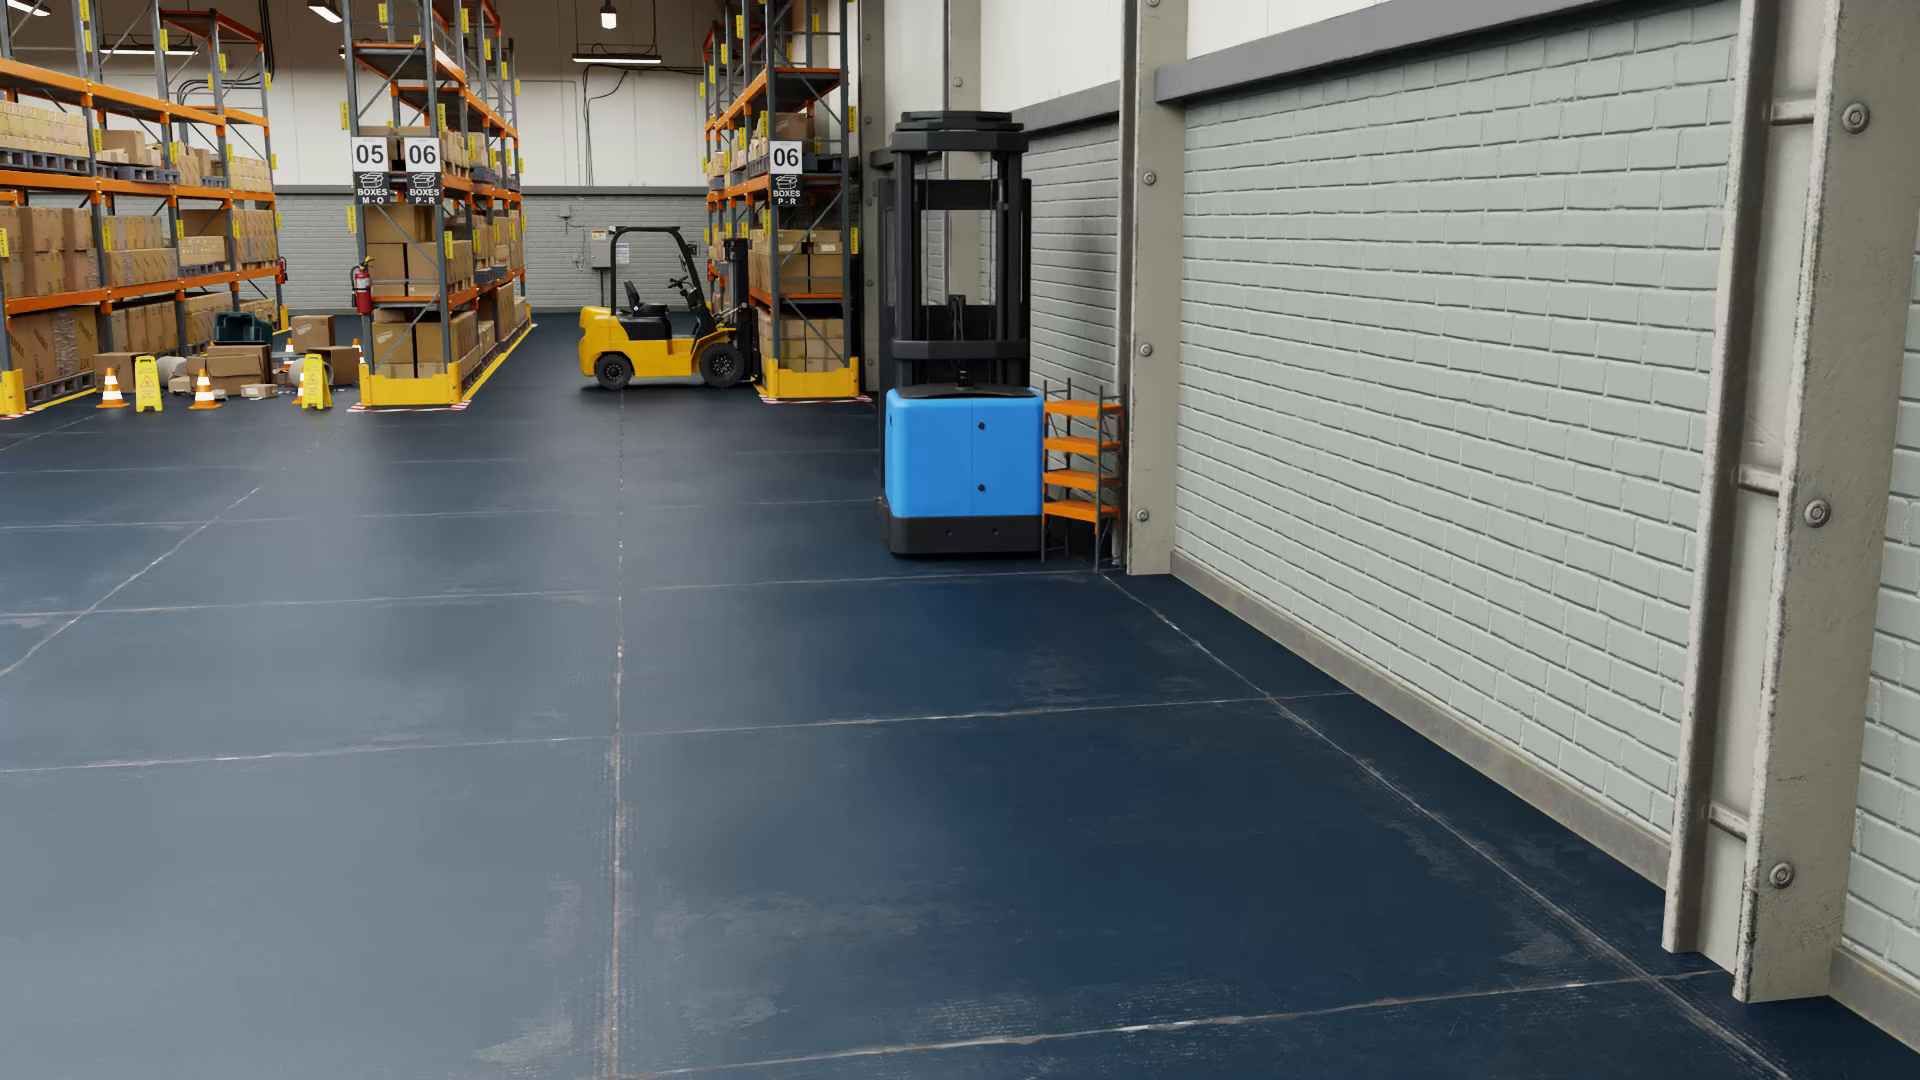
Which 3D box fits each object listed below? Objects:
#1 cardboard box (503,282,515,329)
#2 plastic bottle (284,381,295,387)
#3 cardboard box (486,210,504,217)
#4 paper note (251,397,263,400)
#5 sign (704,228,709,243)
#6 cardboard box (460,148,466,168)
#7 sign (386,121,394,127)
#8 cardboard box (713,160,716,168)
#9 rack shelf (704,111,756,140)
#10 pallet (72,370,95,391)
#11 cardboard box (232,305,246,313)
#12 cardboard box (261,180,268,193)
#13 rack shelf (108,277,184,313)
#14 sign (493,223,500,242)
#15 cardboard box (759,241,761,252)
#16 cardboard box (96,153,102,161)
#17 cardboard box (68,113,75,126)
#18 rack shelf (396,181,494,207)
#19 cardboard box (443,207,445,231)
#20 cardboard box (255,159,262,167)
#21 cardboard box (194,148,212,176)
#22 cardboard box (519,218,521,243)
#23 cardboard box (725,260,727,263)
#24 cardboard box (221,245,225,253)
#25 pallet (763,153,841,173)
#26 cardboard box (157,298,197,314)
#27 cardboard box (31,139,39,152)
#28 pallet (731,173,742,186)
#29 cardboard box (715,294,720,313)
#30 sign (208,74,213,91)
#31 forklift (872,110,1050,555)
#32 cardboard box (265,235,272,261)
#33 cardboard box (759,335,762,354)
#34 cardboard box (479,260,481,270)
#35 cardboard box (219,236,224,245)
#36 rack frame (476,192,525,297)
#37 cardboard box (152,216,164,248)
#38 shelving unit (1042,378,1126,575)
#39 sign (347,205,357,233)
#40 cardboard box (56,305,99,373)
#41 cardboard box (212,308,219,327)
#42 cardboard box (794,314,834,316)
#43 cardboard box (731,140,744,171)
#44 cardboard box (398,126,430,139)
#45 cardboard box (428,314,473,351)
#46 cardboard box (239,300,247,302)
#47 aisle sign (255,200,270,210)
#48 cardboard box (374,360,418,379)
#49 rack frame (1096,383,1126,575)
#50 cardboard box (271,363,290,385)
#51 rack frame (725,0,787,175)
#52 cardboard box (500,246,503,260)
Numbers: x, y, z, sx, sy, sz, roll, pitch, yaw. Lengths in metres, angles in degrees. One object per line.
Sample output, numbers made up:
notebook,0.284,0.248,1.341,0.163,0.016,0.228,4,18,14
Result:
cardboard box,-8.903,-4.405,31.377,0.875,0.875,0.875,-2,11,-9
plastic bottle,-9.134,-2.138,22.764,0.133,0.061,0.283,0,11,-1
cardboard box,-8.909,-6.280,31.990,0.380,0.149,0.250,-2,11,-12
paper note,-8.904,-1.795,21.045,0.148,0.019,0.142,-6,13,-31
sign,-5.544,-6.674,36.422,0.100,0.325,0.005,-2,11,-11
cardboard box,-7.097,-5.268,22.936,0.500,0.250,0.500,-2,11,-12
sign,-8.089,-5.786,23.616,0.100,0.325,0.005,-2,11,-11
cardboard box,-4.476,-7.121,31.551,0.380,0.149,0.250,-2,11,-12
rack shelf,-4.623,-8.493,34.186,1.077,0.370,4.000,-2,11,-11
pallet,-12.310,-2.175,22.561,1.003,0.211,1.213,-2,11,-11
cardboard box,-13.797,-4.376,31.577,0.380,0.149,0.250,-2,11,-8
cardboard box,-14.261,-7.121,33.467,0.500,0.250,0.500,-2,11,-11
rack shelf,-12.771,-3.701,25.043,1.077,0.370,4.000,-2,11,-11
sign,-7.793,-5.171,27.958,0.100,0.325,0.005,-2,11,-11
cardboard box,-2.592,-4.083,23.122,0.380,0.149,0.250,-2,11,-12
cardboard box,-12.254,-5.470,23.361,0.258,0.266,0.396,-2,11,-12
cardboard box,-11.900,-5.537,21.891,0.380,0.149,0.250,-2,11,-11
rack shelf,-7.935,-5.373,25.805,1.077,0.370,4.000,-2,11,-11
cardboard box,-7.673,-4.484,23.495,0.700,0.500,0.500,-2,11,-12
cardboard box,-14.202,-7.539,33.259,0.380,0.149,0.250,-2,11,-10
cardboard box,-13.972,-6.810,30.042,0.700,0.500,0.500,-2,11,-11
cardboard box,-9.422,-6.453,34.635,0.500,0.500,0.500,-2,11,-11
cardboard box,-3.960,-4.990,29.441,0.380,0.149,0.250,-2,11,-10
cardboard box,-13.666,-5.318,30.368,0.380,0.149,0.250,-2,11,-9
pallet,-2.012,-4.894,21.603,1.003,0.211,1.213,-2,11,-11
cardboard box,-13.056,-3.903,27.738,0.500,0.250,0.500,-3,11,-14
cardboard box,-11.601,-4.865,20.496,0.380,0.149,0.250,-2,11,-11
pallet,-3.236,-6.060,27.998,1.213,0.211,1.003,-2,11,-8
cardboard box,-4.857,-4.973,35.362,0.700,0.500,0.500,-2,11,-9
sign,-15.248,-9.314,33.852,0.100,0.325,0.005,-2,11,-11
forklift,-0.066,-1.568,12.094,1.130,2.935,3.031,-1,11,-5
cardboard box,-14.281,-5.916,33.693,0.500,0.500,0.500,-2,11,-12
cardboard box,-2.509,-2.699,22.748,0.500,0.250,0.500,-2,11,-12
cardboard box,-7.383,-4.128,24.911,0.380,0.149,0.250,-2,11,-10
cardboard box,-13.668,-5.463,30.336,0.380,0.149,0.250,-2,11,-8
rack frame,-9.880,-6.087,35.654,1.000,3.000,0.127,-2,11,-11
cardboard box,-13.082,-4.879,26.365,0.700,0.500,0.500,-2,11,-11
shelving unit,0.792,-0.419,10.691,0.258,1.200,0.503,-9,14,-41
sign,-7.316,-3.860,20.012,0.100,0.325,0.005,-2,11,-11
cardboard box,-12.328,-2.732,22.588,0.875,0.875,0.875,-2,11,-10
cardboard box,-13.352,-3.818,29.297,0.500,0.500,0.500,-2,11,-12
cardboard box,-1.995,-2.959,22.777,0.500,0.250,0.500,-2,11,-11
cardboard box,-3.554,-6.437,27.815,0.500,0.500,0.500,-2,11,-11
cardboard box,-6.637,-4.967,20.287,0.380,0.149,0.250,-2,11,-11
cardboard box,-6.966,-2.824,22.739,0.500,0.500,0.500,-2,11,-8
cardboard box,-14.775,-4.832,33.970,0.380,0.149,0.250,-2,11,-10
aisle sign,-14.435,-7.190,34.496,0.394,0.787,0.004,-2,11,-11
cardboard box,-7.194,-2.151,21.205,0.500,0.250,0.500,-2,11,-11
rack frame,0.955,-0.385,10.512,0.240,1.200,0.015,-9,14,-41
cardboard box,-9.493,-2.315,23.152,0.396,0.266,0.258,9,14,38
rack frame,-3.456,-7.748,28.337,1.000,3.000,0.127,-2,11,-11
cardboard box,-8.364,-5.080,29.429,0.500,0.250,0.500,-2,11,-11
